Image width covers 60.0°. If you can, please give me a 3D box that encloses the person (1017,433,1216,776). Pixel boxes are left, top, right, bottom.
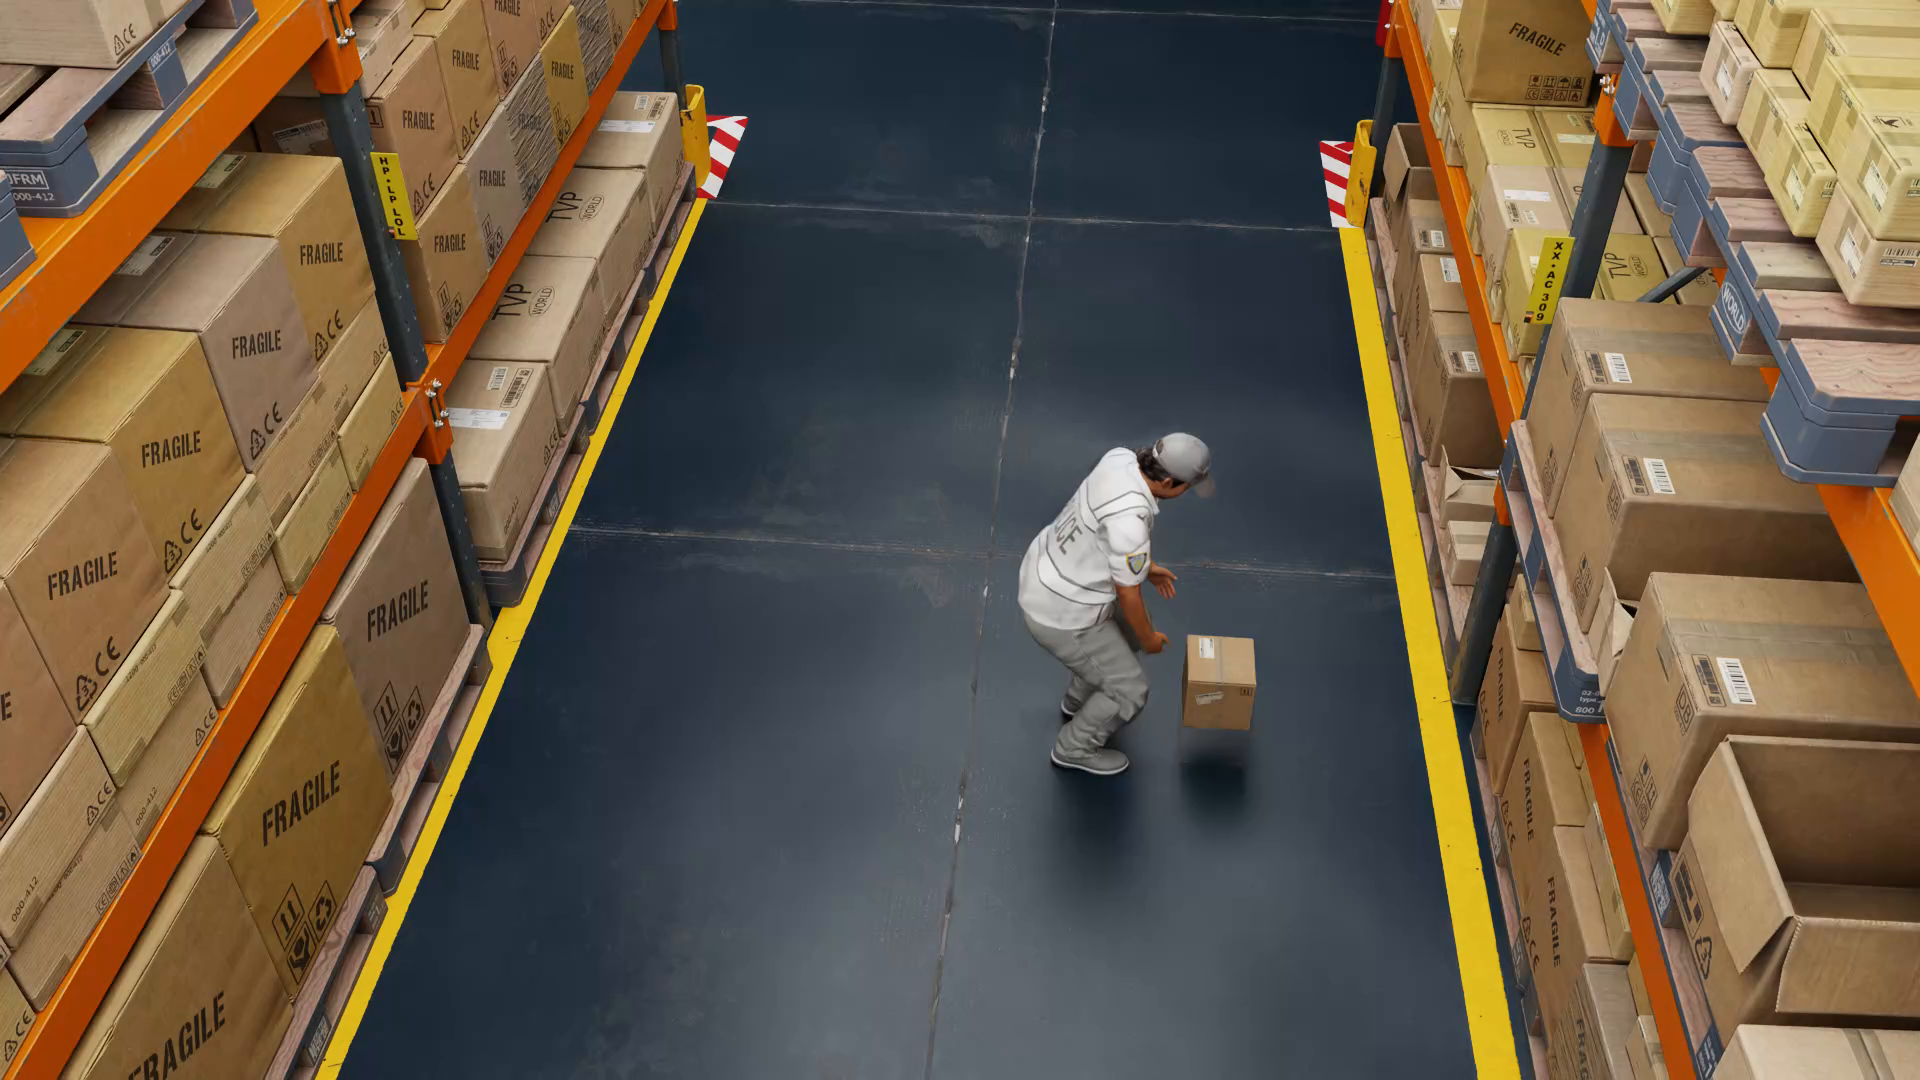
[{"bbox_3d":[0.548,0.200,6.090,0.671,1.457,0.530,4,40,4],"label":"person"}]
